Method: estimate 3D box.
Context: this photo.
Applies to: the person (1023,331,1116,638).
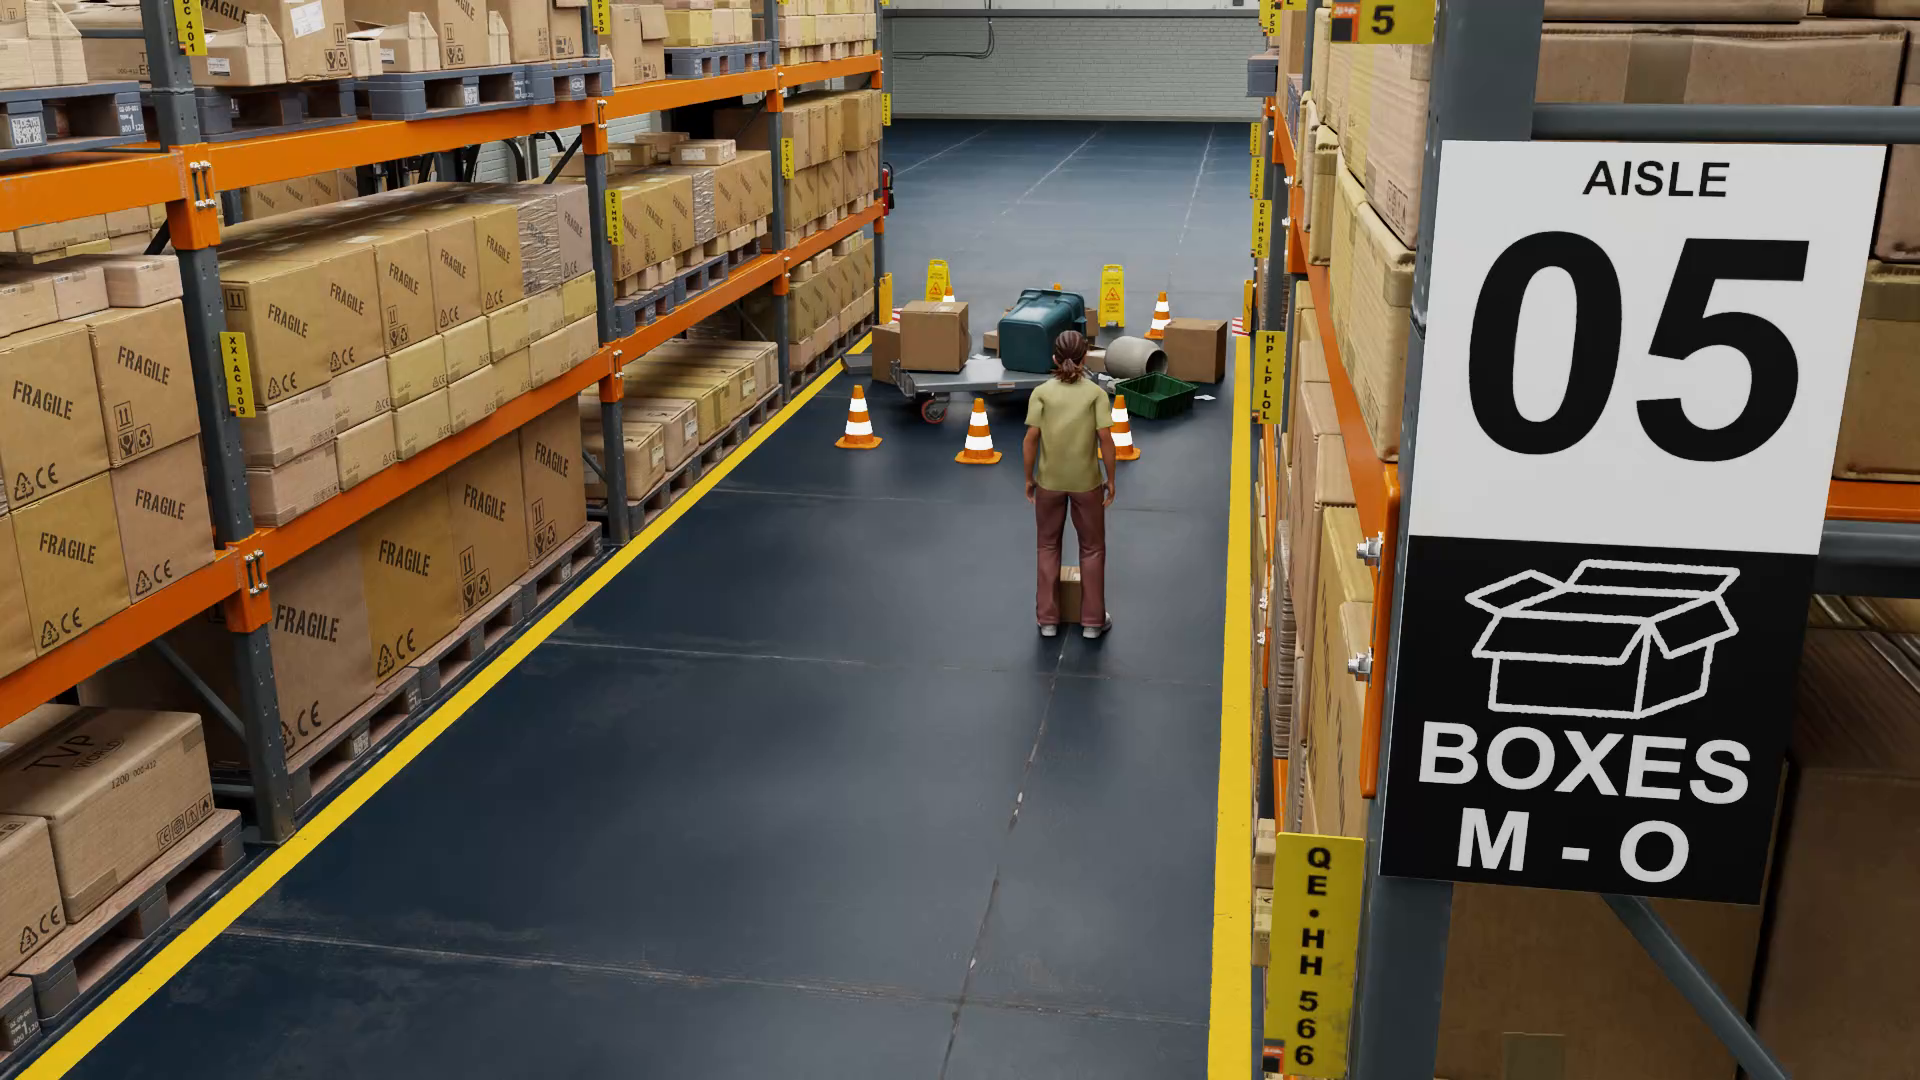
[{"bbox_3d":[0.591,-0.293,8.967,0.496,1.668,0.345,3,18,8],"label":"person"}]
